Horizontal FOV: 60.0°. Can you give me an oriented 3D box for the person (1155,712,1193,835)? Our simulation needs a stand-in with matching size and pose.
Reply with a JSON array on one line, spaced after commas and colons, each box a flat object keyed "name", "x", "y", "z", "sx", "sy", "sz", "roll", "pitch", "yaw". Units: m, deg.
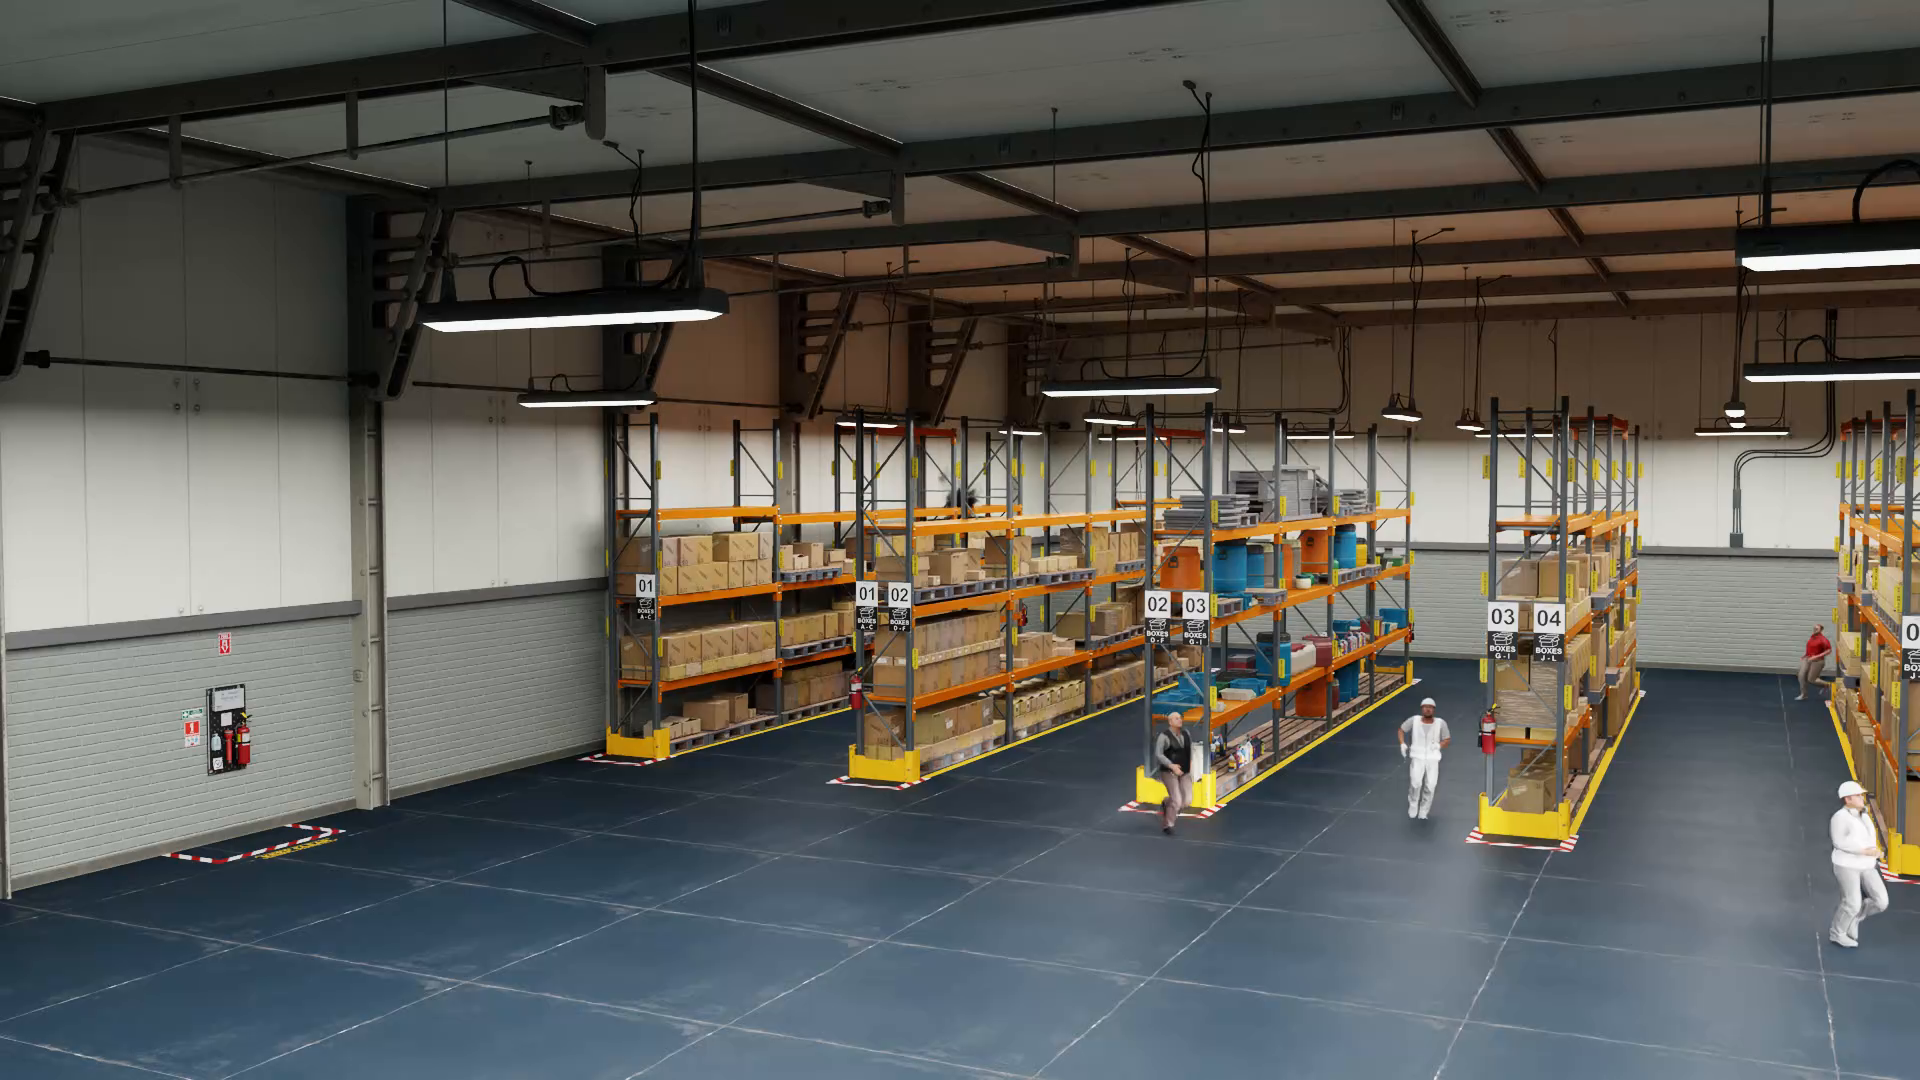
[{"name": "person", "x": 2.969, "y": 3.208, "z": 22.917, "sx": 0.690, "sy": 1.688, "sz": 0.646, "roll": -1, "pitch": 3, "yaw": -31}]

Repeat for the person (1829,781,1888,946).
[{"name": "person", "x": 9.378, "y": 3.364, "z": 17.358, "sx": 0.610, "sy": 1.670, "sz": 0.596, "roll": -1, "pitch": 3, "yaw": -26}]

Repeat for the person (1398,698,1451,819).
[{"name": "person", "x": 6.637, "y": 3.124, "z": 23.714, "sx": 0.707, "sy": 1.730, "sz": 0.608, "roll": 0, "pitch": 2, "yaw": 9}]

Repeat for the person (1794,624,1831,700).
[{"name": "person", "x": 18.643, "y": 2.666, "z": 36.136, "sx": 0.742, "sy": 1.693, "sz": 0.704, "roll": 0, "pitch": 2, "yaw": -9}]
